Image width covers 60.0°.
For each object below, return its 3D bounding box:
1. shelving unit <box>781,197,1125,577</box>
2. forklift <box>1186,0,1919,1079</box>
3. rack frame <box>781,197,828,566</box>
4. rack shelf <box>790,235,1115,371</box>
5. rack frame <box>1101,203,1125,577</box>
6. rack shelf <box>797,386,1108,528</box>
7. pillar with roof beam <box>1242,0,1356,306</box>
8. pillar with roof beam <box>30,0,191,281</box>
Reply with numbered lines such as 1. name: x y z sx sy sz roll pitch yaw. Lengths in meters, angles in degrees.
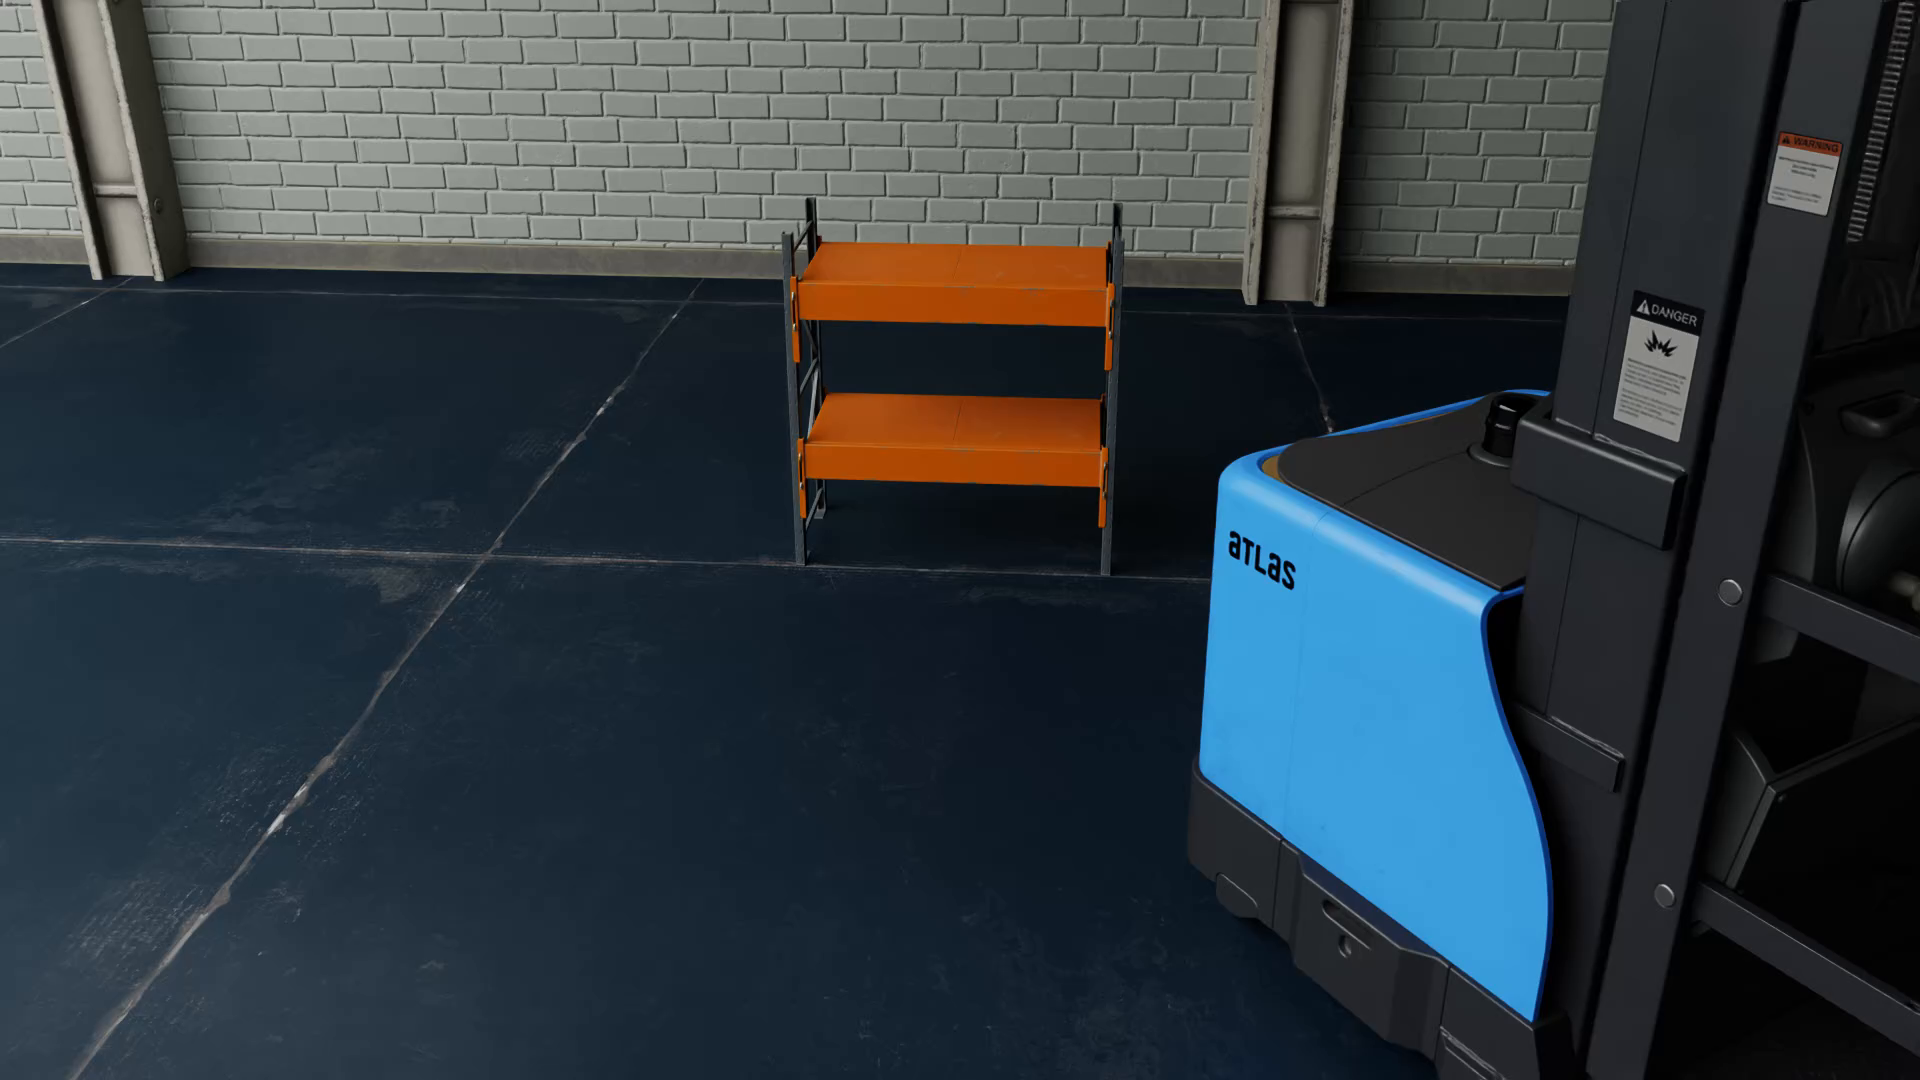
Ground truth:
1. shelving unit: -0.007 -0.511 5.515 1.048 1.125 0.538 2 25 4
2. forklift: 1.727 -0.105 2.471 1.130 2.935 3.031 -14 28 -28
3. rack frame: -0.514 -0.527 5.551 0.032 1.125 0.500 2 25 4
4. rack shelf: -0.007 -0.777 5.393 1.000 0.278 0.538 2 25 4
5. rack frame: 0.500 -0.495 5.480 0.032 1.125 0.500 2 25 4
6. rack shelf: -0.007 -0.289 5.618 1.000 0.278 0.538 2 25 4
7. pillar with roof beam: 1.309 -3.527 2.649 0.400 9.000 9.100 2 25 4
8. pillar with roof beam: -4.674 -3.719 3.067 0.400 9.000 9.100 2 25 4
